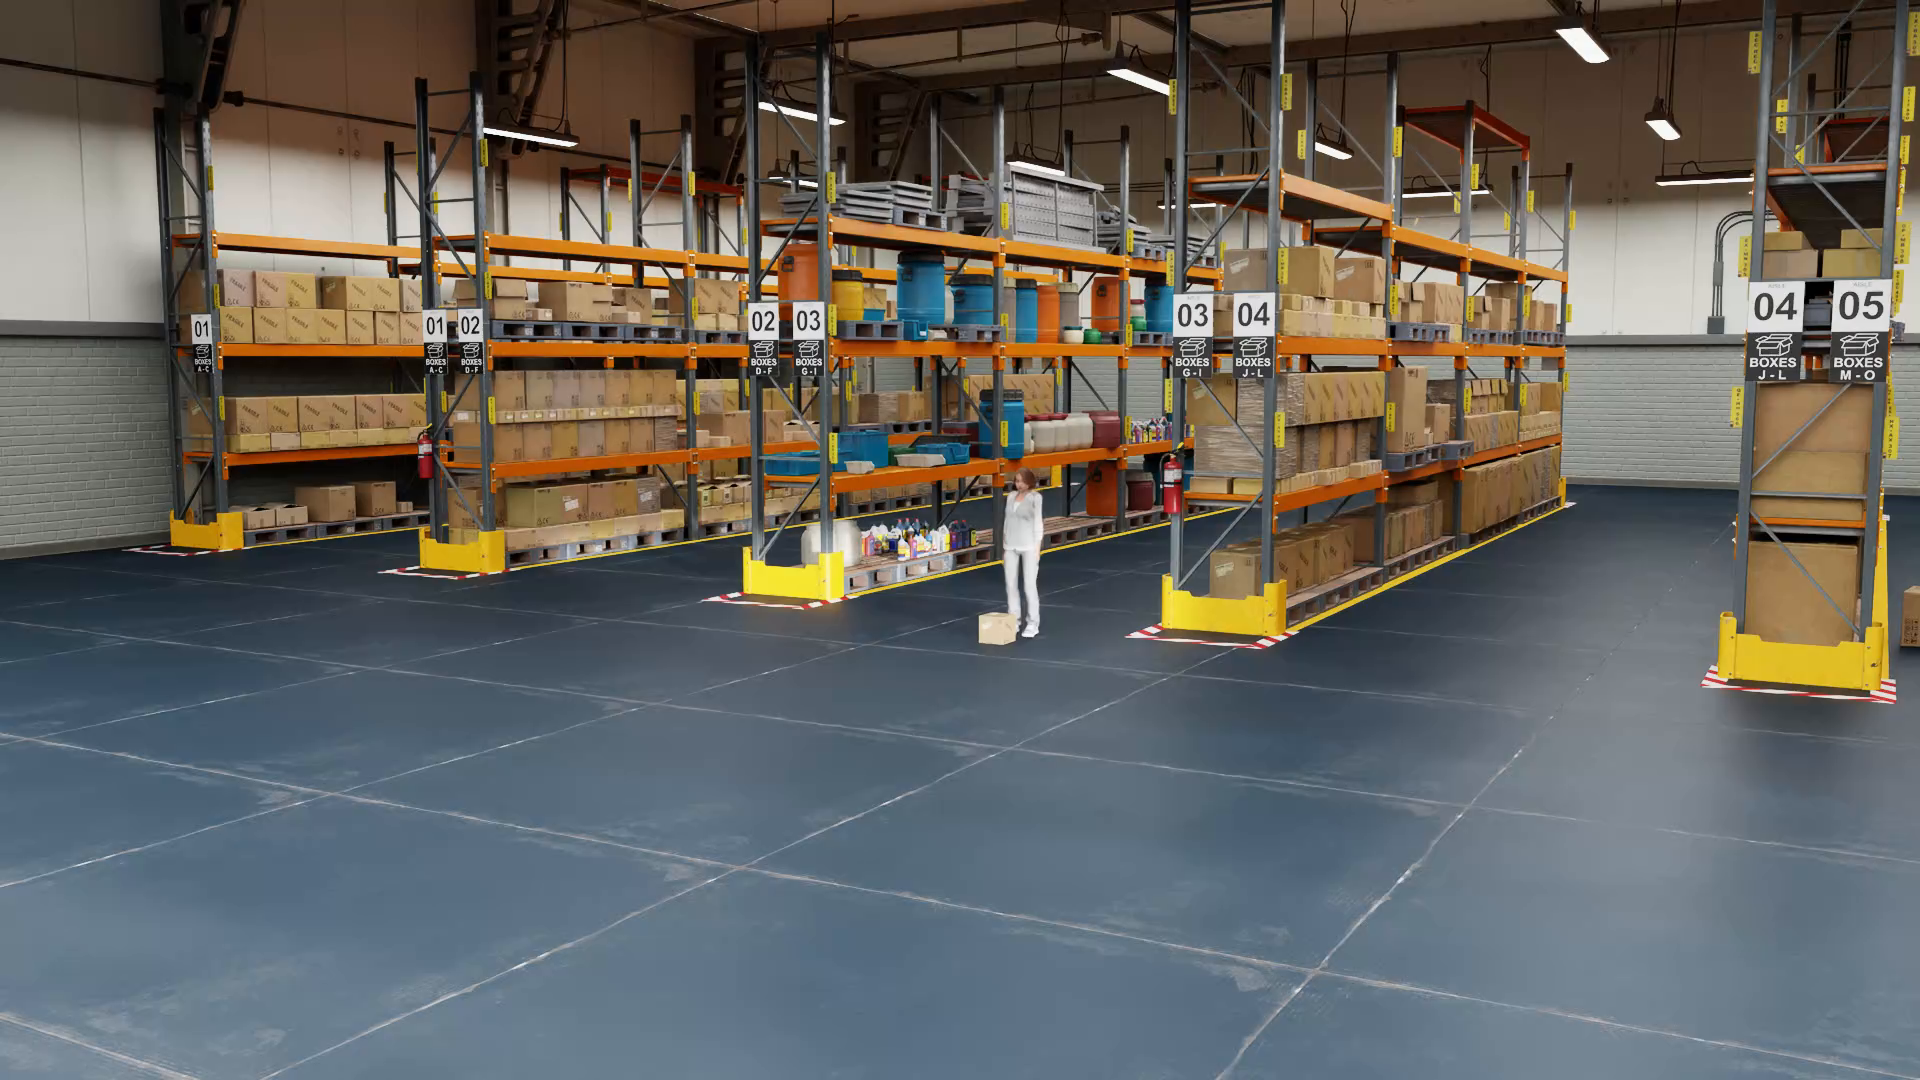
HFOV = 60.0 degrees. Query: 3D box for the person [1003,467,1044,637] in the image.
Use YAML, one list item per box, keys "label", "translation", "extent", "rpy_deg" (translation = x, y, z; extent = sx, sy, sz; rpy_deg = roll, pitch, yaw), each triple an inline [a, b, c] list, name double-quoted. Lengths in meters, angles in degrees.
- label: "person"
  translation: [0.603, 0.109, 15.622]
  extent: [0.410, 1.590, 0.306]
  rpy_deg: [4, 7, 30]
